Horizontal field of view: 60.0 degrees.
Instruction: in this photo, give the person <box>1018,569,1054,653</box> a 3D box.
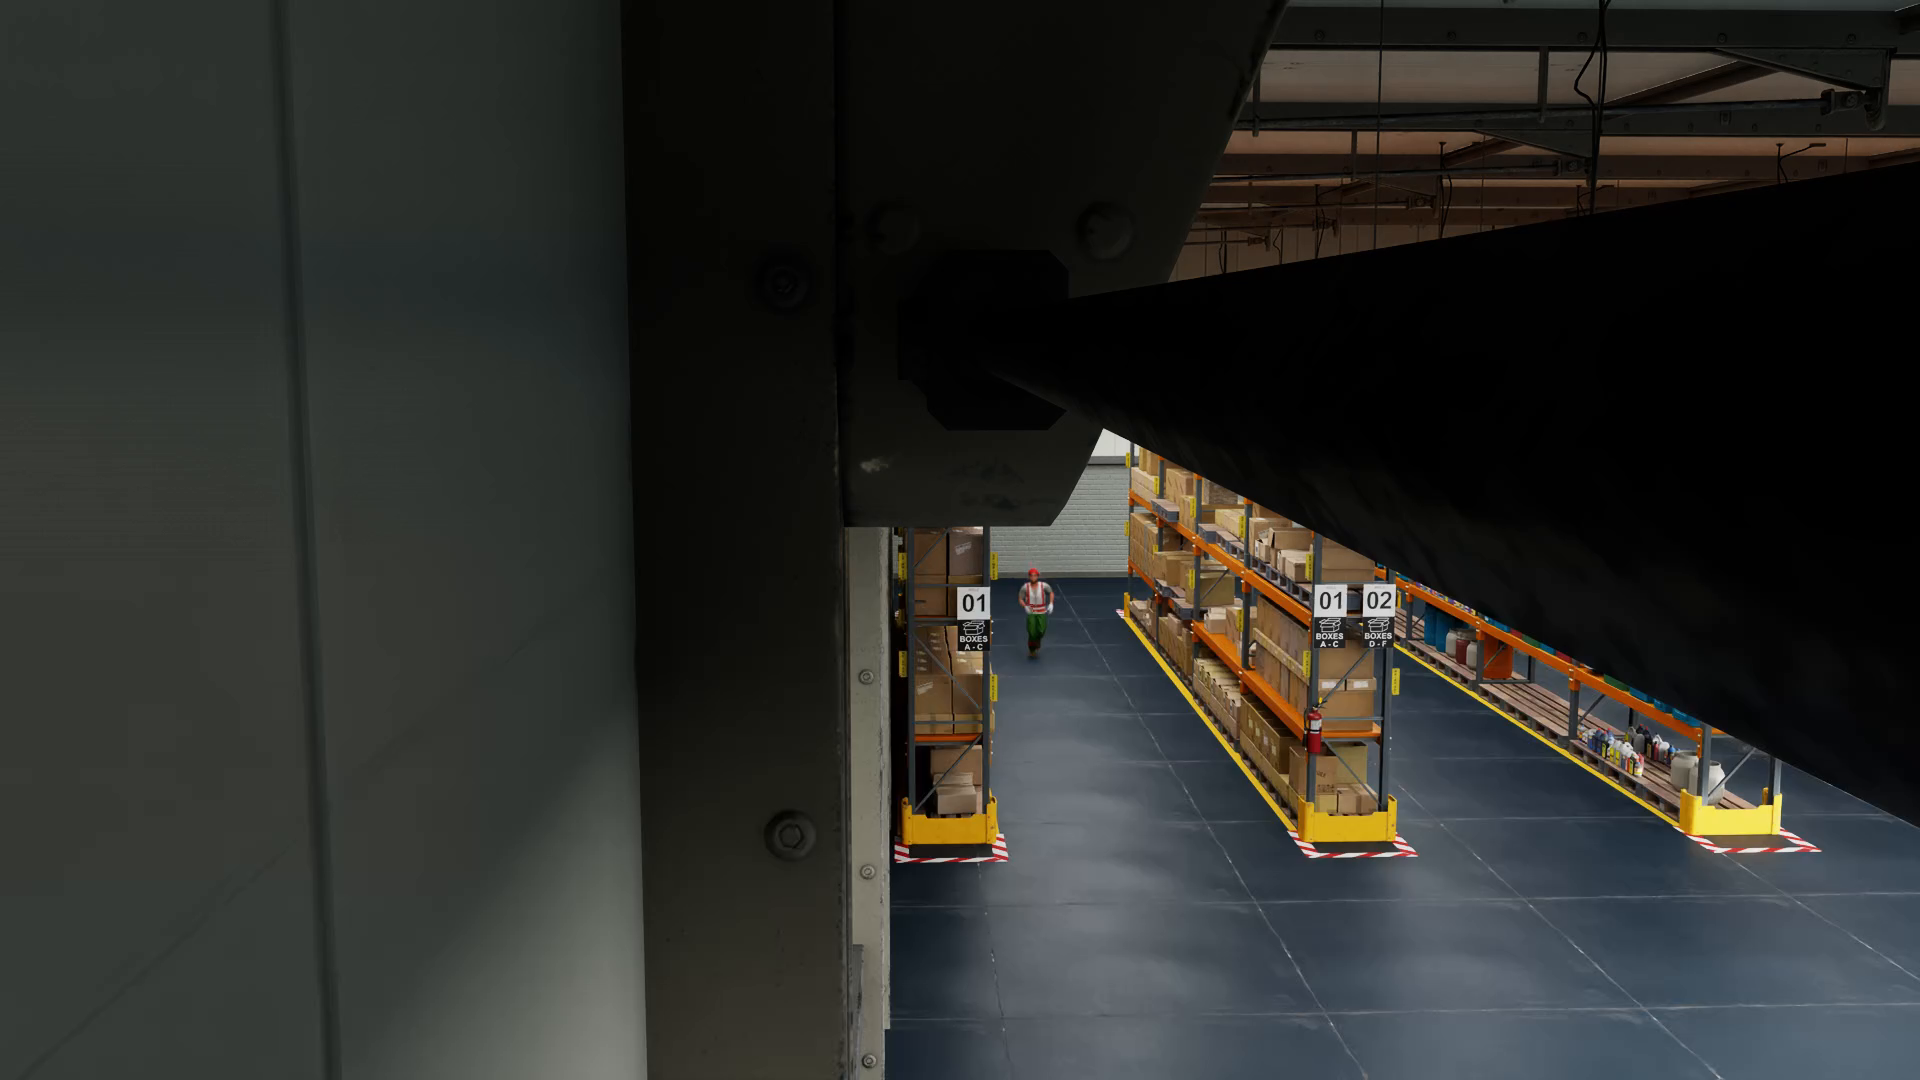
[{"bbox_3d":[7.965,-0.580,30.662,13.703,5.845,3.717,0,7,0],"label":"person"}]
